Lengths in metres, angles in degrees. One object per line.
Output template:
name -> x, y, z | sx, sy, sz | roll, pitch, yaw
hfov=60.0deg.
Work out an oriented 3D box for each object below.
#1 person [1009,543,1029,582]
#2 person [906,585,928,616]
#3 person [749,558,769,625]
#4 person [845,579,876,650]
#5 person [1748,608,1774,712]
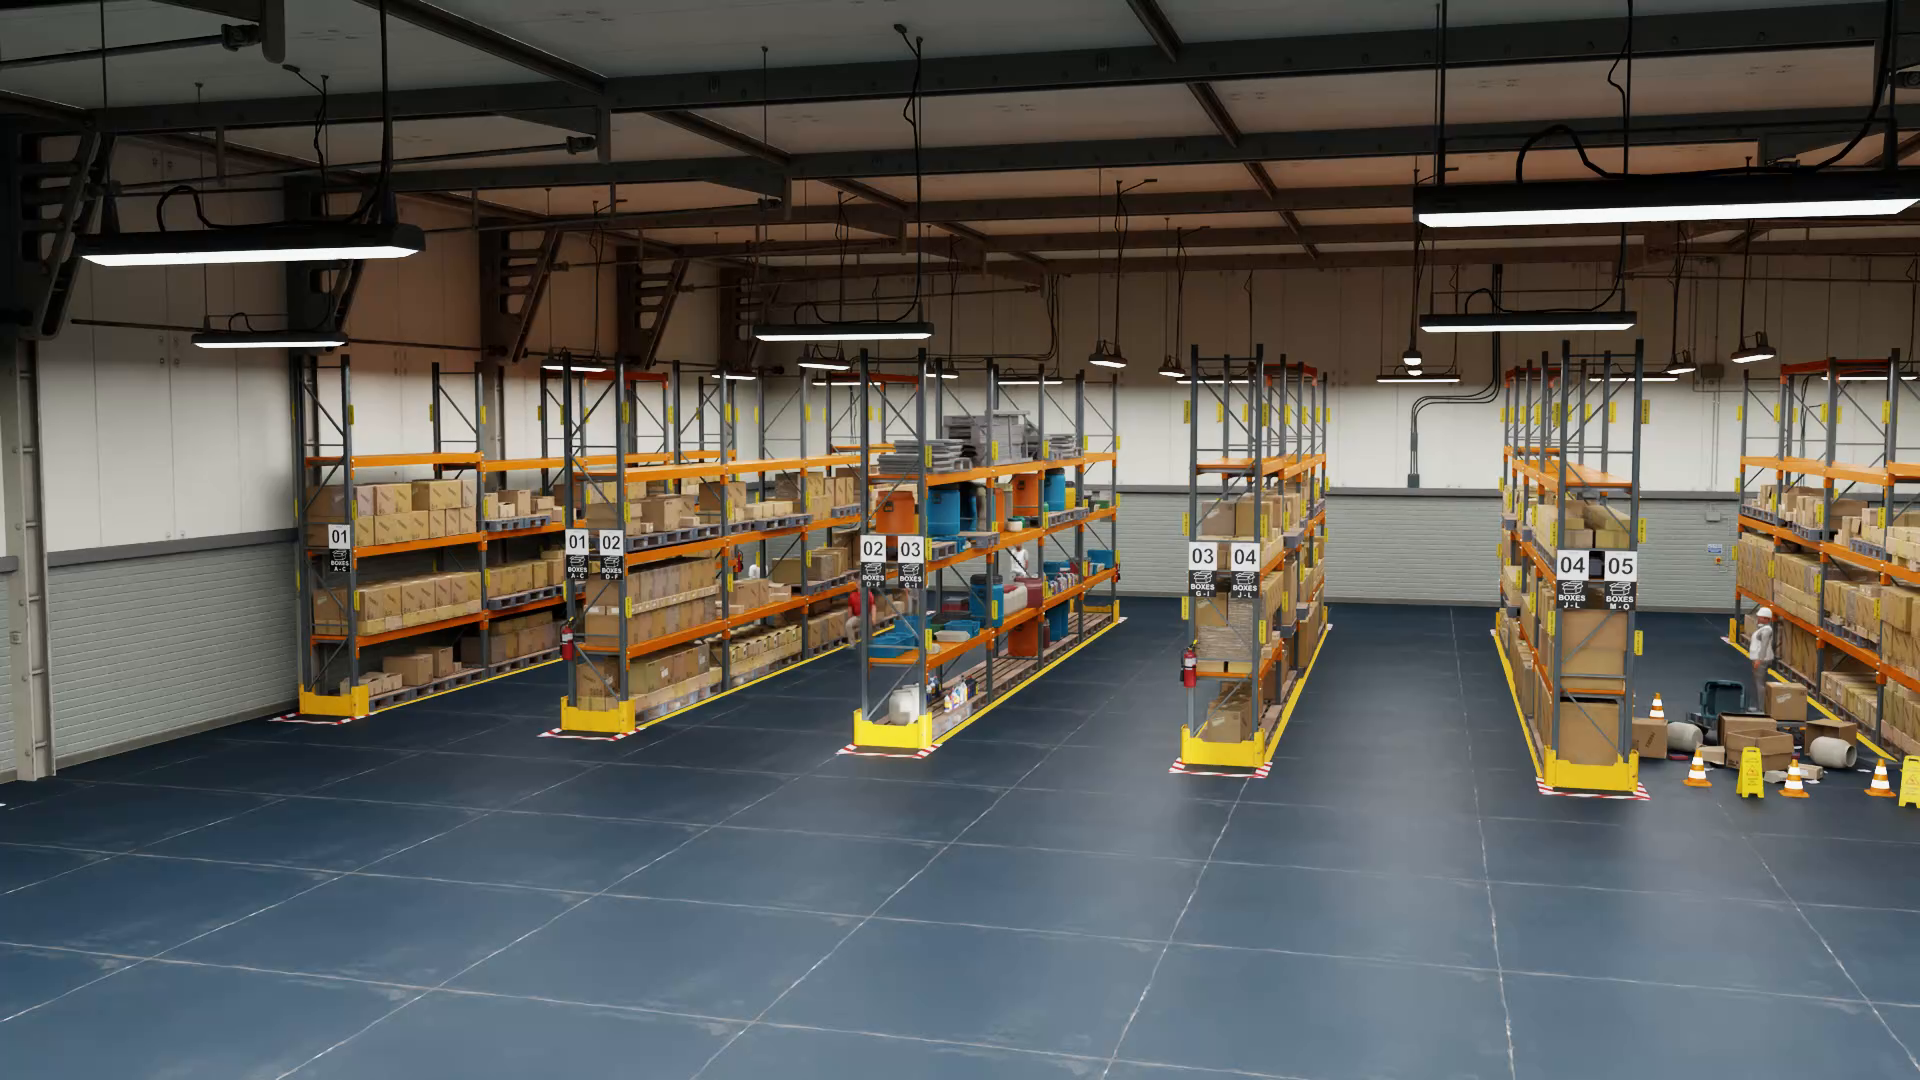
person -> 1.552, 0.836, 43.955 | 1.012, 1.760, 0.654 | -3, 6, -39
person -> -1.004, 1.358, 38.379 | 0.568, 1.590, 0.648 | 1, 5, 18
person -> -4.589, 1.201, 38.843 | 0.607, 1.782, 0.605 | 2, 5, 28
person -> -1.988, 1.625, 33.570 | 0.632, 1.646, 1.061 | 1, 4, 13
person -> 13.498, 2.046, 28.027 | 0.563, 1.819, 0.427 | -4, 6, -43
